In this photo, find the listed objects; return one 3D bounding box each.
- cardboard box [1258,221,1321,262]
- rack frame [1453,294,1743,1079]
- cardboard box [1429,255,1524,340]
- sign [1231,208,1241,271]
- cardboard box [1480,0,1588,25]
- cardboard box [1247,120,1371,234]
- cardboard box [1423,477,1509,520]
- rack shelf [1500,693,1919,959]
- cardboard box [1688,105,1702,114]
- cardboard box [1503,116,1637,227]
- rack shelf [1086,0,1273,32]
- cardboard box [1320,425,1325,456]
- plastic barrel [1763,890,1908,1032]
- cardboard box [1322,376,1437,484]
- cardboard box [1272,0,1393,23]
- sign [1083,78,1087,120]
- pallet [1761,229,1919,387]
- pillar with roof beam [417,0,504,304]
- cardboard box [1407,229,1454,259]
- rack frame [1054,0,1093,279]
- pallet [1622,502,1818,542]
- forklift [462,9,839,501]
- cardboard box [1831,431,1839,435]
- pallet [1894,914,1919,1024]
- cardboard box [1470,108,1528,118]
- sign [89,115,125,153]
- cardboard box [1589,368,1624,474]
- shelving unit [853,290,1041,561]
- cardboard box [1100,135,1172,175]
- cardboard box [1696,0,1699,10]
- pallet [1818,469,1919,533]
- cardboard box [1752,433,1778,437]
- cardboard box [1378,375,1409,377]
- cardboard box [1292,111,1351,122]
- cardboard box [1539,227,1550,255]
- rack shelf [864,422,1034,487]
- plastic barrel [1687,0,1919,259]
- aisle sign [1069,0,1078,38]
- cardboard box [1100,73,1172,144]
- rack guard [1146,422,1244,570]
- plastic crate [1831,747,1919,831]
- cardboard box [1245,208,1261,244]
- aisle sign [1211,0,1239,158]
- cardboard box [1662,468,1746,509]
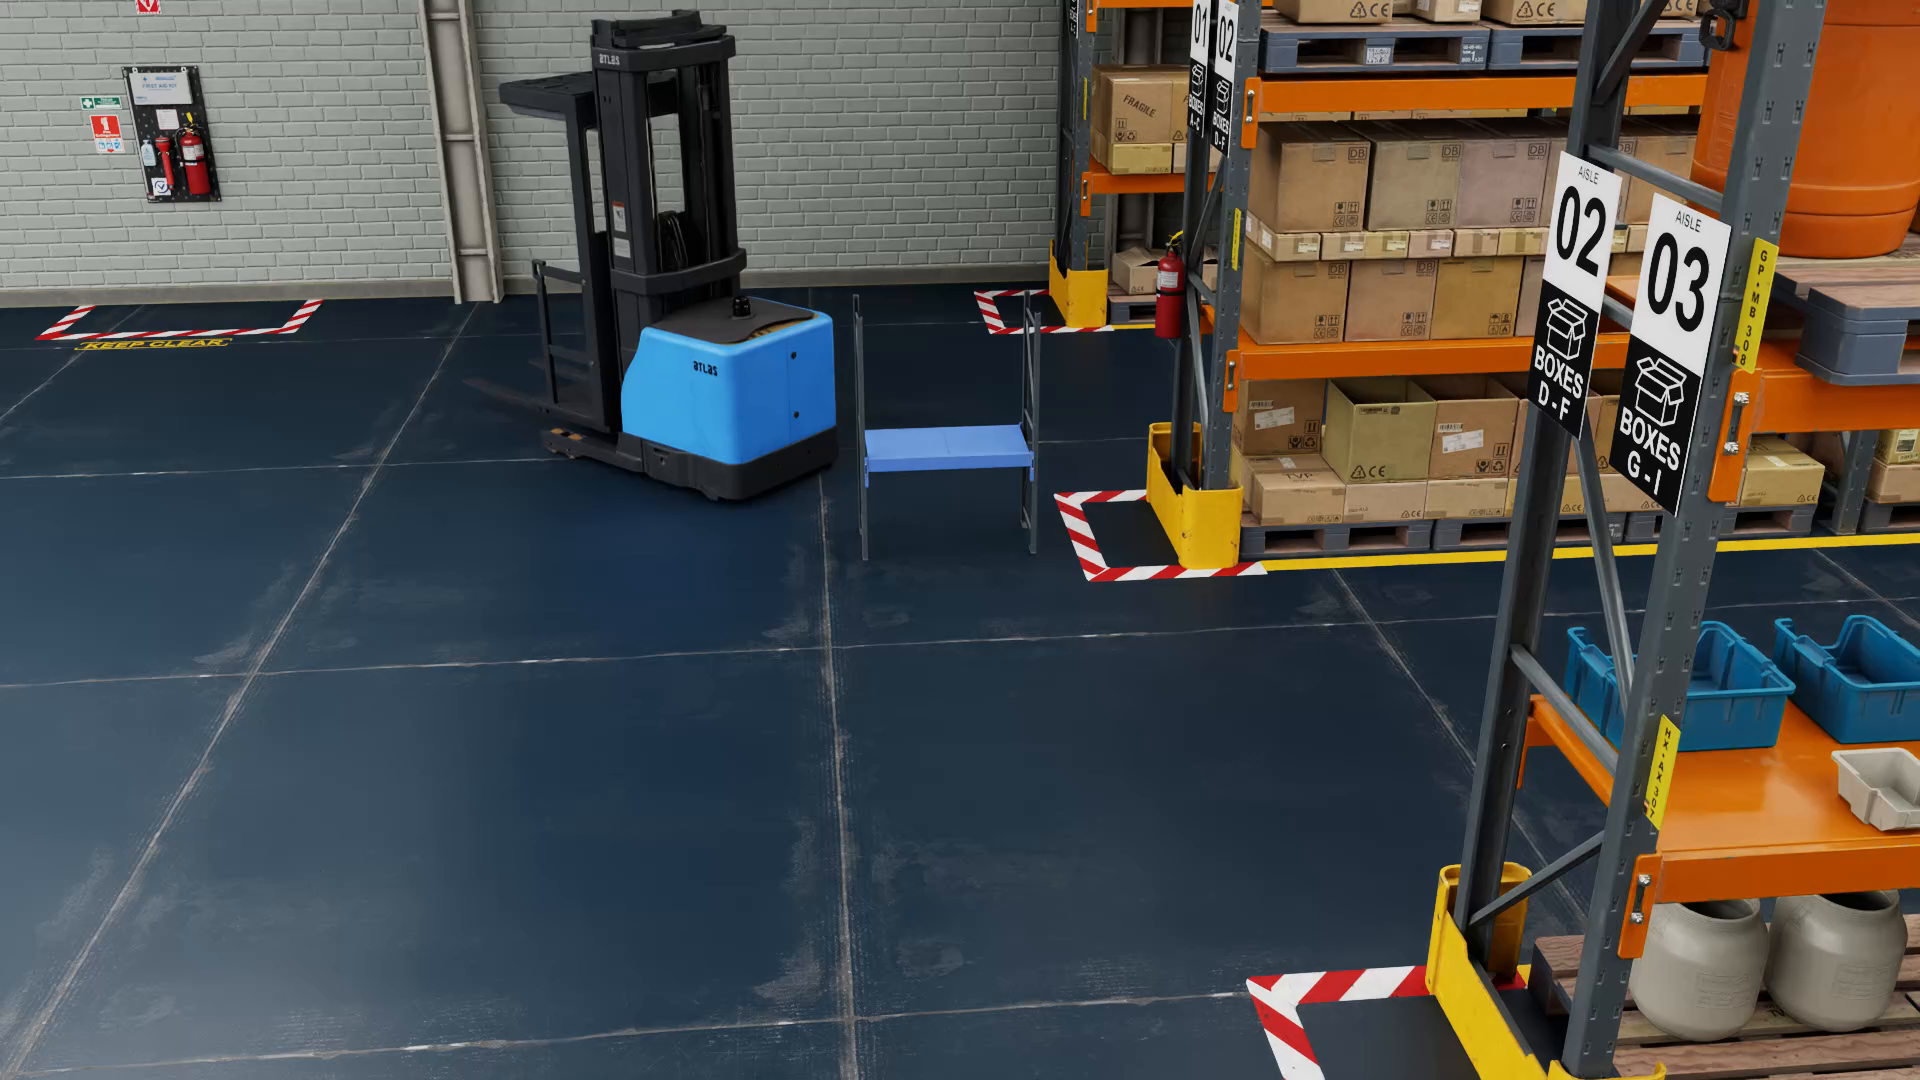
[{"bbox_3d":[1.873,-1.707,9.476,0.250,0.149,0.380,-2,24,-6],"label":"cardboard box"},{"bbox_3d":[1.944,0.566,5.284,0.127,3.000,1.000,-2,24,-5],"label":"rack frame"},{"bbox_3d":[2.944,-1.536,9.890,0.500,0.500,0.700,-2,24,-5],"label":"cardboard box"},{"bbox_3d":[1.510,-1.644,9.092,0.005,0.325,0.100,-2,24,-5],"label":"sign"},{"bbox_3d":[3.141,-3.065,8.946,0.500,0.500,0.500,-2,24,-5],"label":"cardboard box"},{"bbox_3d":[1.979,-2.091,9.540,0.500,0.500,0.700,-2,24,-5],"label":"cardboard box"},{"bbox_3d":[3.011,-0.345,10.201,0.500,0.250,0.500,-2,24,-5],"label":"cardboard box"},{"bbox_3d":[3.934,0.815,5.610,4.000,0.370,1.077,-2,24,-5],"label":"rack shelf"},{"bbox_3d":[6.670,-3.910,14.689,0.500,0.500,0.700,1,24,2],"label":"cardboard box"},{"bbox_3d":[3.502,-2.154,9.684,0.500,0.500,0.700,-2,24,-5],"label":"cardboard box"},{"bbox_3d":[2.961,-4.561,14.010,4.000,0.370,1.077,-2,24,-5],"label":"rack shelf"},{"bbox_3d":[2.462,-0.538,10.635,0.500,0.250,0.500,-2,24,-5],"label":"cardboard box"},{"bbox_3d":[3.090,1.433,5.878,0.421,0.512,0.421,0,24,0],"label":"plastic barrel"},{"bbox_3d":[2.514,-0.667,10.002,0.500,0.500,0.500,-2,24,-5],"label":"cardboard box"},{"bbox_3d":[2.033,-3.132,9.093,0.637,0.503,0.797,-1,24,-1],"label":"cardboard box"},{"bbox_3d":[1.024,-3.615,13.624,0.005,0.325,0.100,-2,24,-5],"label":"sign"},{"bbox_3d":[2.777,-0.712,4.699,1.213,0.211,1.003,-2,24,-5],"label":"pallet"},{"bbox_3d":[-3.966,-4.578,9.471,0.400,9.000,9.100,-2,24,-5],"label":"pillar with roof beam"},{"bbox_3d":[2.635,-1.738,9.544,0.250,0.149,0.380,-3,24,-6],"label":"cardboard box"},{"bbox_3d":[0.970,-3.439,14.294,0.127,3.000,1.000,-2,24,-5],"label":"rack frame"},{"bbox_3d":[4.646,-0.307,10.681,1.213,0.211,1.003,-2,24,-5],"label":"pallet"},{"bbox_3d":[-2.301,-2.054,11.263,3.031,2.935,1.130,17,29,34],"label":"forklift"},{"bbox_3d":[5.816,-0.920,10.805,0.500,0.311,0.500,-2,24,-5],"label":"cardboard box"},{"bbox_3d":[4.035,1.740,6.075,1.213,0.211,1.003,-2,24,-5],"label":"pallet"},{"bbox_3d":[4.511,-3.738,14.203,0.500,0.500,0.500,-2,24,-5],"label":"cardboard box"},{"bbox_3d":[-7.412,-3.529,14.454,0.234,0.329,0.001,-2,24,-5],"label":"sign"},{"bbox_3d":[4.006,-0.731,10.146,0.500,0.500,0.500,-2,24,-5],"label":"cardboard box"},{"bbox_3d":[-0.085,-0.682,9.938,1.048,1.500,0.538,-2,24,-5],"label":"shelving unit"},{"bbox_3d":[1.487,-3.270,14.075,0.500,0.250,0.500,-3,24,-7],"label":"cardboard box"},{"bbox_3d":[4.377,-3.247,9.590,0.500,0.311,0.500,-4,24,-8],"label":"cardboard box"},{"bbox_3d":[6.171,-0.367,10.816,1.213,0.211,1.003,-2,24,-5],"label":"pallet"},{"bbox_3d":[4.949,-0.982,10.712,0.500,0.500,0.500,-2,24,-5],"label":"cardboard box"},{"bbox_3d":[2.959,-0.902,10.532,0.500,0.500,0.500,-2,24,-5],"label":"cardboard box"},{"bbox_3d":[2.995,-3.679,14.070,0.500,0.500,0.500,-2,24,-3],"label":"cardboard box"},{"bbox_3d":[3.402,-1.768,9.614,0.250,0.149,0.380,-2,24,-5],"label":"cardboard box"},{"bbox_3d":[-0.085,-0.518,10.011,1.000,0.185,0.538,-2,24,-5],"label":"rack shelf"},{"bbox_3d":[2.415,-1.264,4.662,0.708,0.830,0.600,-2,24,-5],"label":"plastic barrel"},{"bbox_3d":[0.928,-4.503,13.486,0.004,0.787,0.394,-2,24,-5],"label":"aisle sign"},{"bbox_3d":[1.475,-3.620,13.937,0.500,0.500,0.500,-2,24,-5],"label":"cardboard box"},{"bbox_3d":[1.437,-0.293,10.295,0.348,0.500,1.175,-2,24,-5],"label":"rack guard"},{"bbox_3d":[2.866,0.780,5.126,0.250,0.136,0.298,-2,24,-5],"label":"plastic crate"},{"bbox_3d":[1.822,-1.871,9.845,0.250,0.149,0.380,-3,24,-6],"label":"cardboard box"},{"bbox_3d":[1.426,-2.498,8.977,0.004,0.787,0.394,-2,24,-5],"label":"aisle sign"},{"bbox_3d":[4.503,-0.409,10.345,0.500,0.250,0.500,-2,24,-5],"label":"cardboard box"}]
